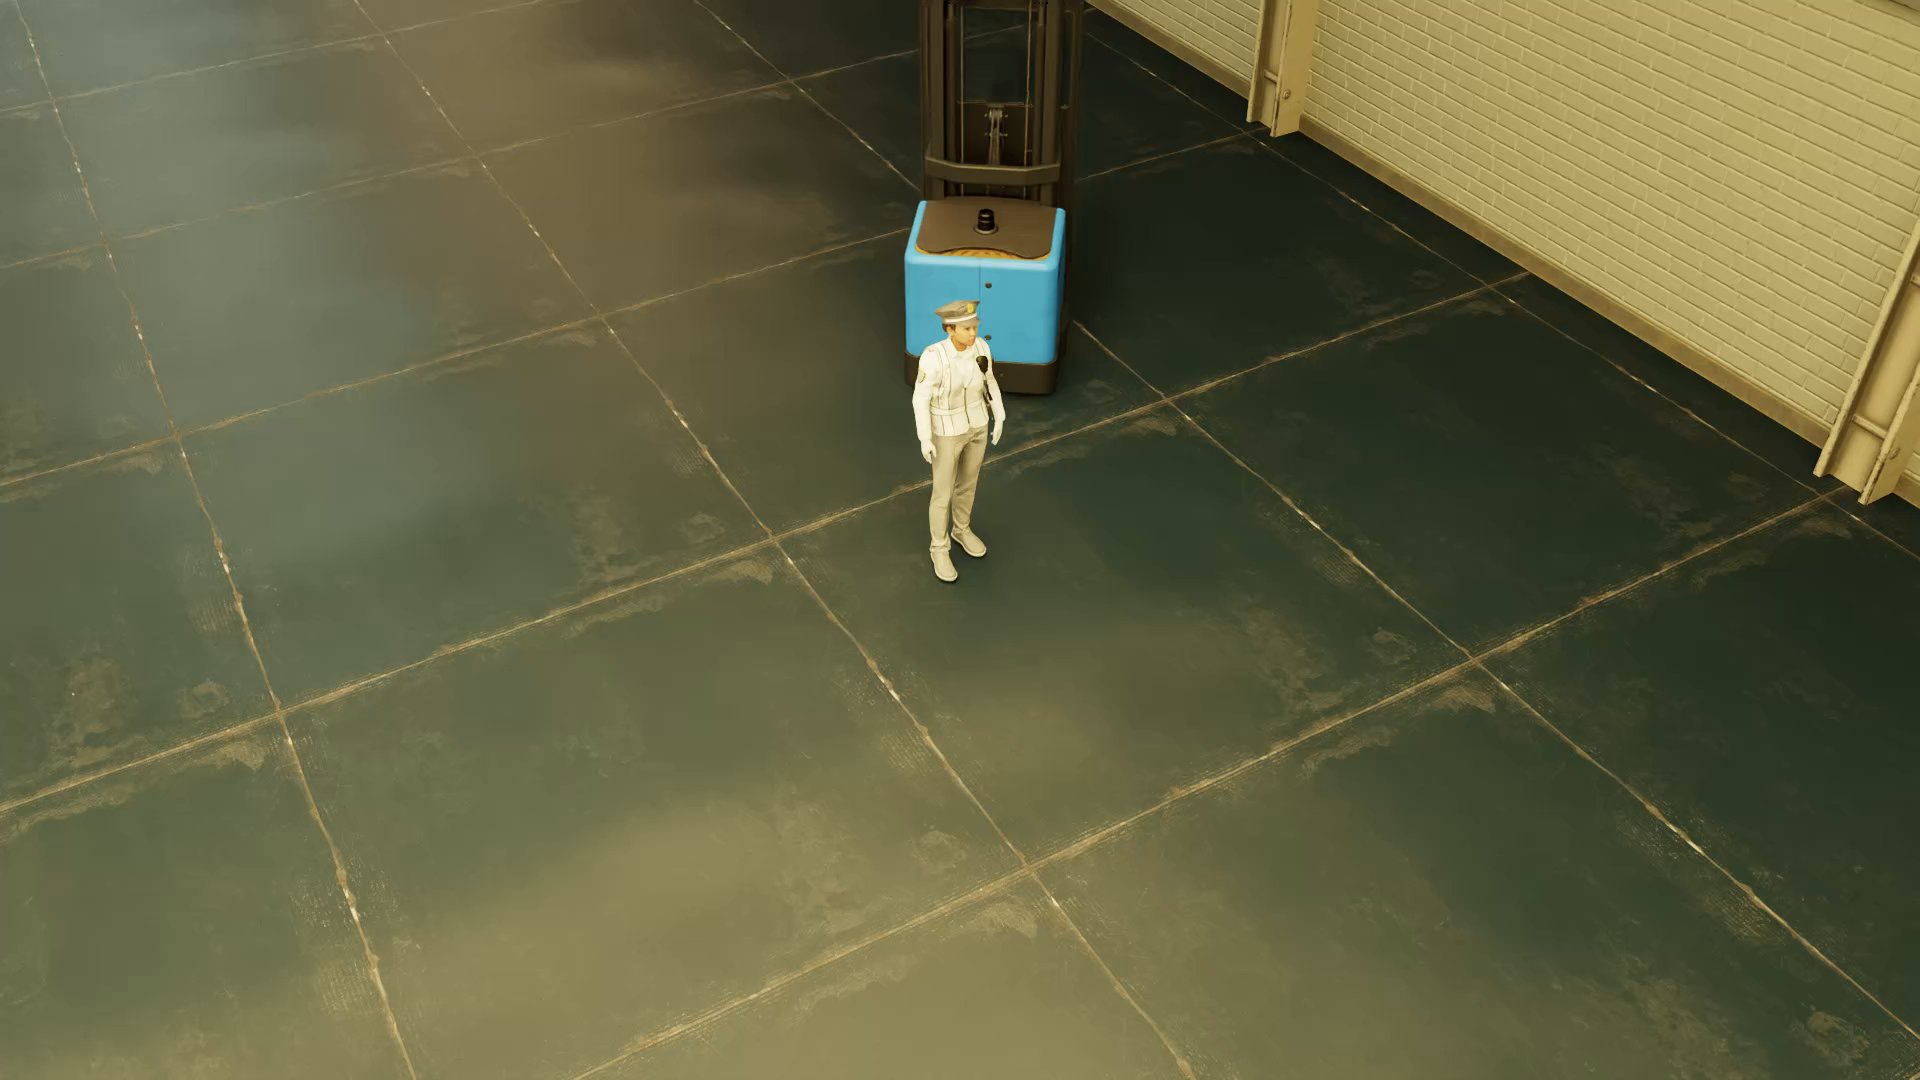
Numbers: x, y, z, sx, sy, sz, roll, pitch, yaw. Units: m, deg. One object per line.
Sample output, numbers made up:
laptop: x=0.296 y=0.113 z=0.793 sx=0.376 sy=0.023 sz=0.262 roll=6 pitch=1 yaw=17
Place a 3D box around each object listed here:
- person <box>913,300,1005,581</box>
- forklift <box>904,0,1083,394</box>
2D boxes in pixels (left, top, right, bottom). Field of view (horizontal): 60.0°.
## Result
person: x=0.028 y=-0.619 z=9.739 sx=0.588 sy=1.696 sz=0.533 roll=-20 pitch=44 yaw=-23
forklift: x=0.300 y=-3.067 z=11.734 sx=1.130 sy=2.935 sz=3.031 roll=4 pitch=40 yaw=5
